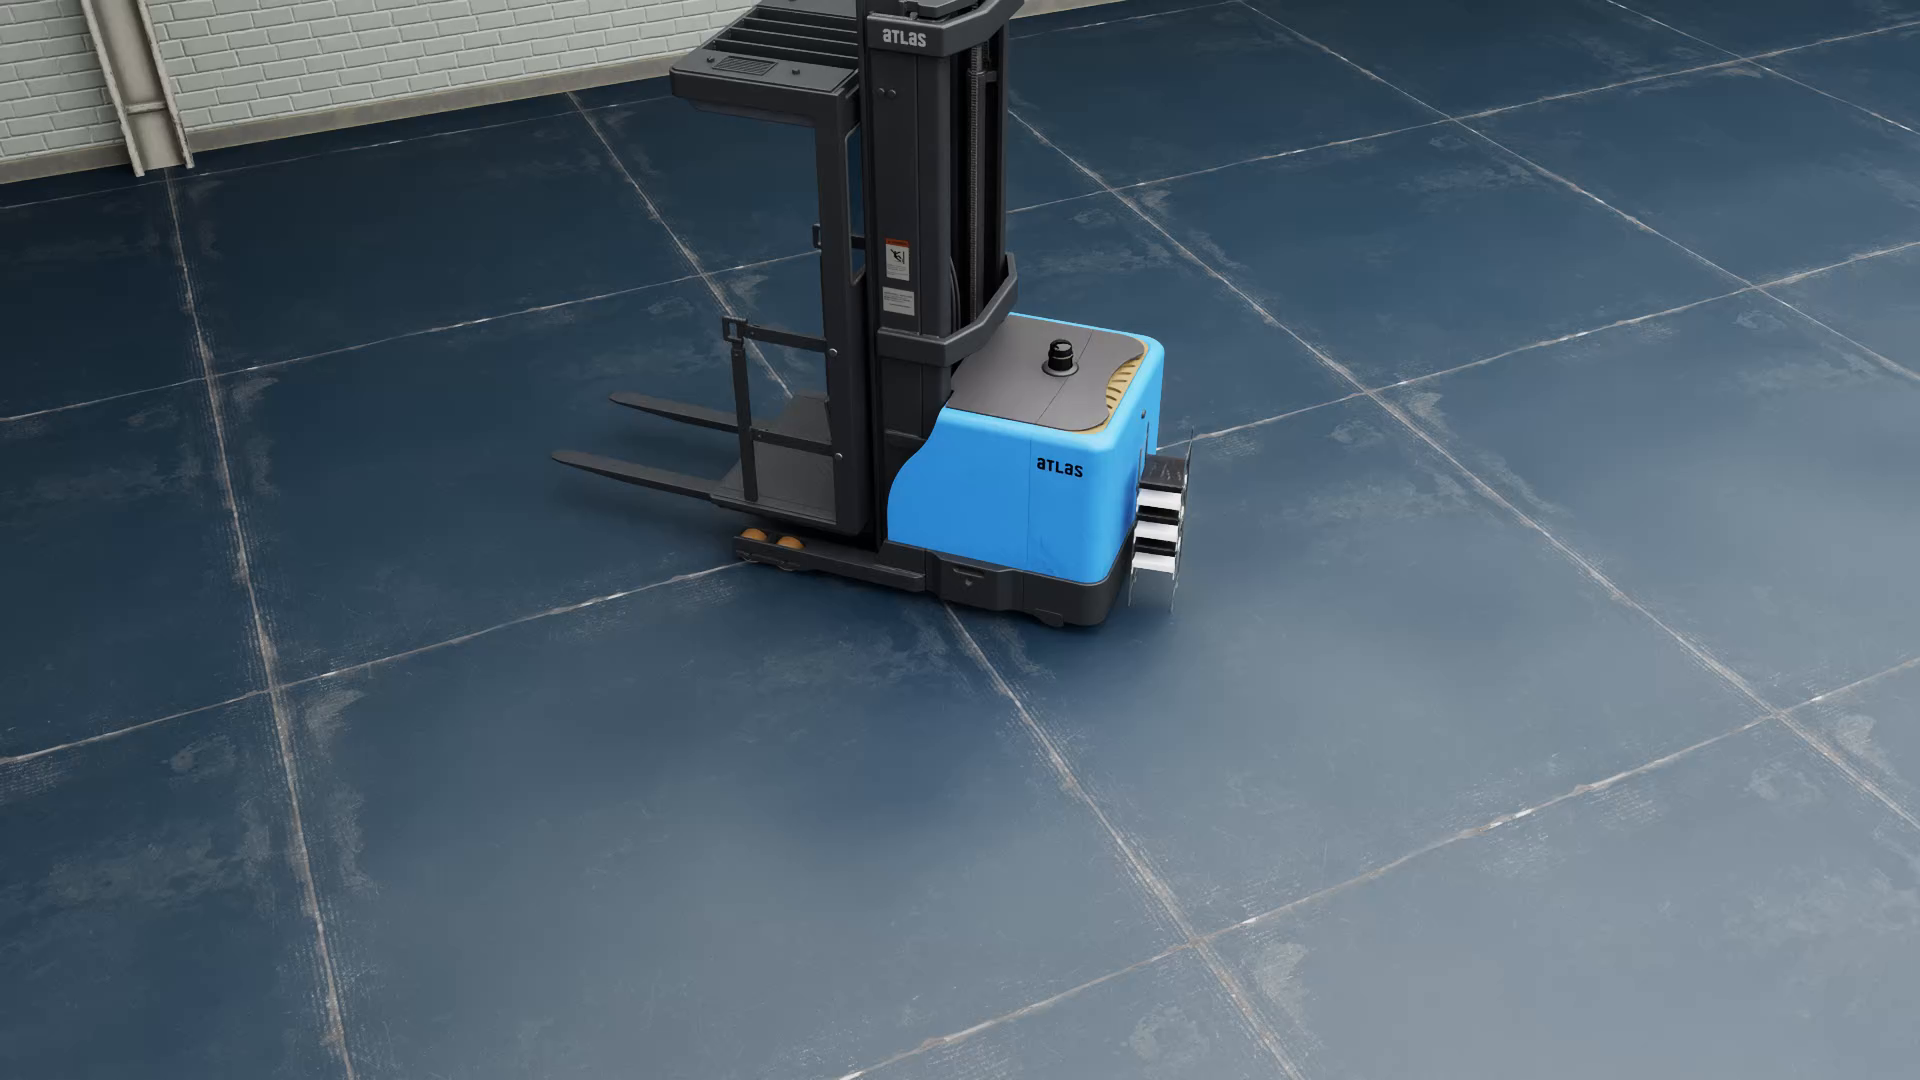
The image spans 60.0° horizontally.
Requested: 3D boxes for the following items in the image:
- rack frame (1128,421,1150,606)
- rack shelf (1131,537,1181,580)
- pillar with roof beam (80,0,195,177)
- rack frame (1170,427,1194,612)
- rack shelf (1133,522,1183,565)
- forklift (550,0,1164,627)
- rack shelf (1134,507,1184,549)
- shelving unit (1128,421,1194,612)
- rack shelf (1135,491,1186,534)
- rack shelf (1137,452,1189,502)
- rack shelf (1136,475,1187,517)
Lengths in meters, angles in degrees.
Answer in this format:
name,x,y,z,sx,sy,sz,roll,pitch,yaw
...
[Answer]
name,x,y,z,sx,sy,sz,roll,pitch,yaw
rack frame,0.837,-0.115,7.793,0.006,0.900,0.240,8,37,11
rack shelf,0.935,0.071,7.900,0.200,0.077,0.258,8,37,11
pillar with roof beam,-3.953,-4.024,6.265,0.400,9.000,9.100,-16,39,-20
rack frame,1.034,-0.086,7.754,0.006,0.900,0.240,8,37,11
rack shelf,0.935,-0.002,7.847,0.200,0.077,0.258,8,37,11
forklift,-0.590,-1.307,7.694,3.031,2.935,1.130,12,38,16
rack shelf,0.935,-0.074,7.793,0.200,0.077,0.258,8,37,11
shelving unit,0.935,-0.101,7.773,0.210,0.900,0.258,8,37,11
rack shelf,0.935,-0.146,7.740,0.200,0.077,0.258,8,37,11
rack shelf,0.935,-0.291,7.632,0.200,0.077,0.258,8,37,11
rack shelf,0.935,-0.218,7.686,0.200,0.077,0.258,8,37,11
